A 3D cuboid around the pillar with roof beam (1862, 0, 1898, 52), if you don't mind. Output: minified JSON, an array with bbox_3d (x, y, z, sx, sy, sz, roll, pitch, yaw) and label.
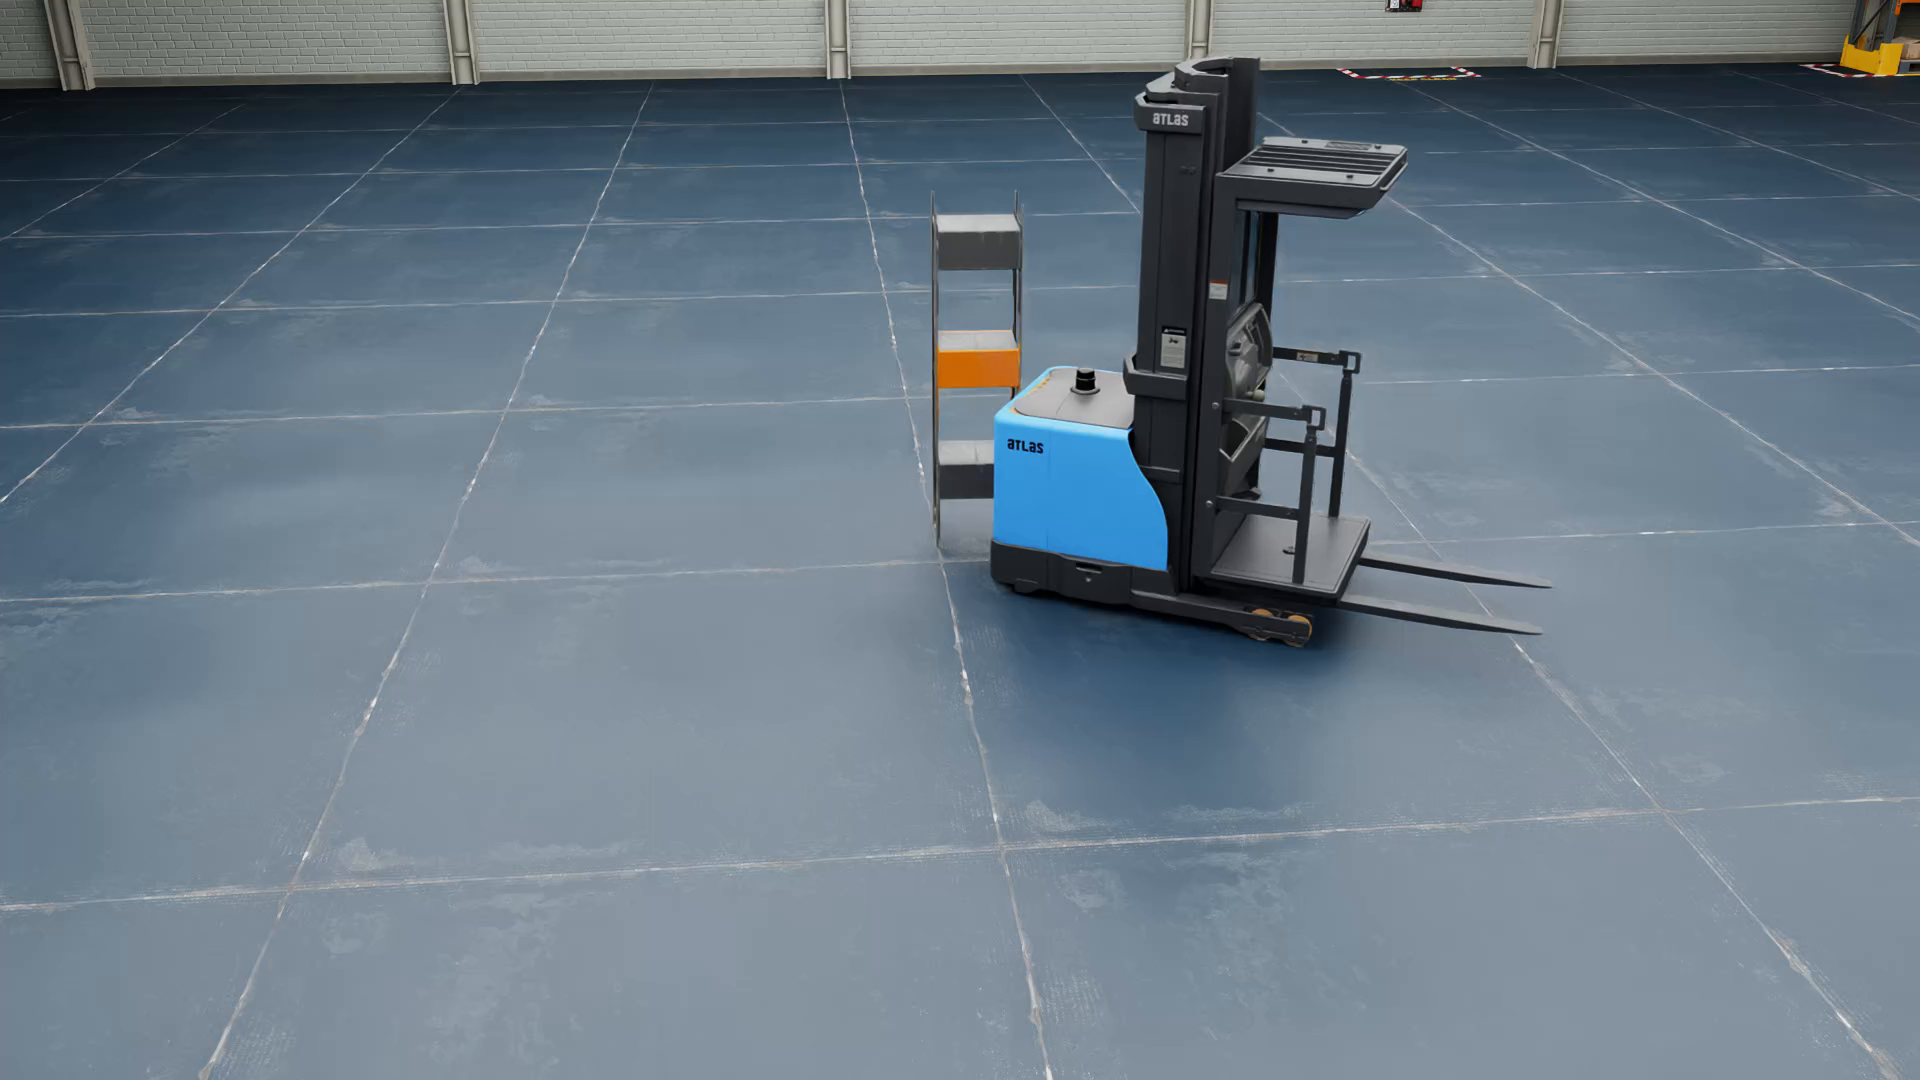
[{"bbox_3d":[16.338,-10.713,23.274,0.400,9.000,9.100,-2,24,-5],"label":"pillar with roof beam"}]

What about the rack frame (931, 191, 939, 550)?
[{"bbox_3d":[-0.148,-0.978,9.864,0.015,2.100,0.400,-1,24,-3],"label":"rack frame"}]

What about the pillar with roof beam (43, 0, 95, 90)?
[{"bbox_3d":[-13.516,-9.516,20.579,0.400,9.000,9.100,-2,24,-5],"label":"pillar with roof beam"}]

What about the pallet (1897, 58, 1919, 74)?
[{"bbox_3d":[16.191,-8.081,28.171,1.213,0.211,1.003,-2,24,-5],"label":"pallet"}]

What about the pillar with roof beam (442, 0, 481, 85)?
[{"bbox_3d":[-7.545,-9.755,21.118,0.400,9.000,9.100,-2,24,-5],"label":"pillar with roof beam"}]

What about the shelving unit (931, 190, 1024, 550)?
[{"bbox_3d":[0.096,-0.983,9.877,0.503,2.100,0.431,-1,24,-3],"label":"shelving unit"}]

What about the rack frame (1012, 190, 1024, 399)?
[{"bbox_3d":[0.339,-0.989,9.891,0.015,2.100,0.400,-1,24,-3],"label":"rack frame"}]

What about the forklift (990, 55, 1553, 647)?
[{"bbox_3d":[1.743,-1.009,8.912,3.031,2.935,1.130,10,26,20],"label":"forklift"}]

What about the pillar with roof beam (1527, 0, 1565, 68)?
[{"bbox_3d":[10.368,-10.474,22.735,0.400,9.000,9.100,-2,24,-5],"label":"pillar with roof beam"}]

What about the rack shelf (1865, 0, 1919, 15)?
[{"bbox_3d":[17.294,-9.085,27.883,4.000,0.370,1.077,-2,24,-5],"label":"rack shelf"}]

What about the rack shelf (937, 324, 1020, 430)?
[{"bbox_3d":[0.096,-0.971,9.883,0.480,0.518,0.431,-1,24,-3],"label":"rack shelf"}]

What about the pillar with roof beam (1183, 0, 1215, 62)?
[{"bbox_3d":[4.397,-10.234,22.196,0.400,9.000,9.100,-2,24,-5],"label":"pillar with roof beam"}]

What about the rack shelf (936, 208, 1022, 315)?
[{"bbox_3d":[0.096,-1.611,9.599,0.480,0.518,0.431,-1,24,-3],"label":"rack shelf"}]

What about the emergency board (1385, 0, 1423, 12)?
[{"bbox_3d":[7.481,-9.389,27.681,0.643,1.169,0.194,-2,24,-5],"label":"emergency board"}]

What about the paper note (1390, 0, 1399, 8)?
[{"bbox_3d":[7.298,-9.007,27.907,0.142,0.148,0.016,-2,24,-5],"label":"paper note"}]

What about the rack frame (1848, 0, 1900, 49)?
[{"bbox_3d":[15.304,-9.334,27.557,0.127,3.000,1.000,-2,24,-5],"label":"rack frame"}]

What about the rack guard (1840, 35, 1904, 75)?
[{"bbox_3d":[15.379,-8.195,28.072,0.348,0.500,1.175,-2,24,-5],"label":"rack guard"}]

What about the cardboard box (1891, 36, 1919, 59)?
[{"bbox_3d":[16.001,-8.298,27.995,0.500,0.311,0.500,-5,24,-11],"label":"cardboard box"}]

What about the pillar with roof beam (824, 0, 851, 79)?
[{"bbox_3d":[-1.574,-9.995,21.657,0.400,9.000,9.100,-2,24,-5],"label":"pillar with roof beam"}]

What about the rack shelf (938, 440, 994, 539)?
[{"bbox_3d":[0.096,-0.331,10.167,0.480,0.518,0.431,-1,24,-3],"label":"rack shelf"}]
